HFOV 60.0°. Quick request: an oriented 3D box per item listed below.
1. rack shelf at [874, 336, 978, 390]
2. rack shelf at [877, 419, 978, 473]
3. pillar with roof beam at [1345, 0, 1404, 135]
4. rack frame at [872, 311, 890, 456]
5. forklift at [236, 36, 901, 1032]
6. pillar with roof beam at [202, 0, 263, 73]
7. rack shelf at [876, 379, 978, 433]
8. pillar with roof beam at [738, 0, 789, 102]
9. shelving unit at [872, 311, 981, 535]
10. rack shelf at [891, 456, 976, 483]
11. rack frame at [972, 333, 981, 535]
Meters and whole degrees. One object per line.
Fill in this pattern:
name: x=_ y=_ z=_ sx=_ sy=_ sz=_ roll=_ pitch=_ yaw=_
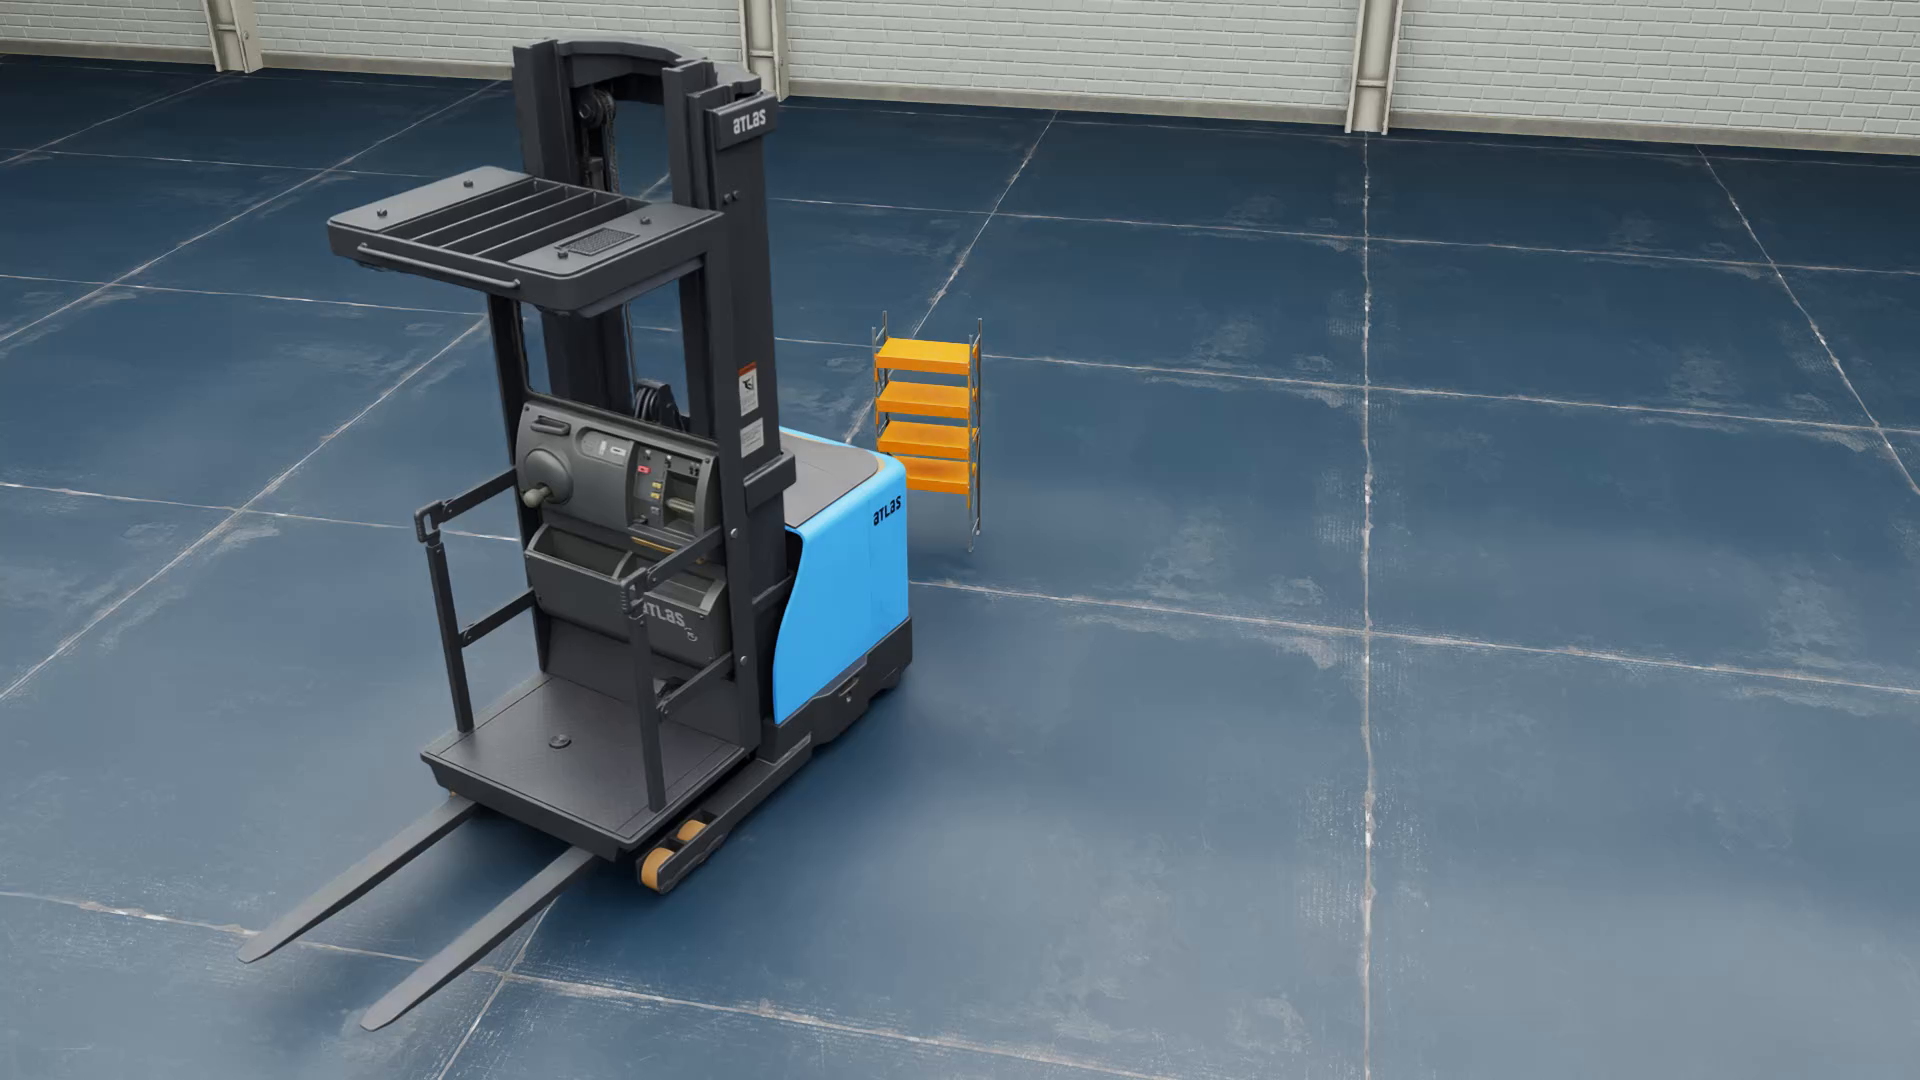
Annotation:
rack shelf: x=-0.162 y=-0.888 z=8.304 sx=0.480 sy=0.148 sz=0.258 roll=6 pitch=29 yaw=11
rack shelf: x=-0.162 y=-0.484 z=8.525 sx=0.480 sy=0.148 sz=0.258 roll=6 pitch=29 yaw=11
pillar with roof beam: x=2.992 y=-5.861 z=10.085 sx=0.400 sy=9.000 sz=9.100 roll=6 pitch=29 yaw=11
rack frame: x=-0.401 y=-0.567 z=8.537 sx=0.015 sy=1.200 sz=0.240 roll=6 pitch=29 yaw=11
forklift: x=-1.413 y=-0.206 z=6.074 sx=1.121 sy=2.935 sz=3.031 roll=16 pitch=33 yaw=27
pillar with roof beam: x=-8.743 y=-7.065 z=12.283 sx=0.400 sy=9.000 sz=9.100 roll=6 pitch=29 yaw=11
rack shelf: x=-0.162 y=-0.680 z=8.417 sx=0.480 sy=0.148 sz=0.258 roll=6 pitch=29 yaw=11
pillar with roof beam: x=-2.875 y=-6.463 z=11.184 sx=0.400 sy=9.000 sz=9.100 roll=6 pitch=29 yaw=11
shelving unit: x=-0.164 y=-0.543 z=8.493 sx=0.499 sy=1.200 sz=0.258 roll=6 pitch=29 yaw=11
rack shelf: x=-0.162 y=-0.357 z=8.594 sx=0.457 sy=0.021 sz=0.221 roll=6 pitch=29 yaw=11
rack frame: x=0.077 y=-0.519 z=8.448 sx=0.006 sy=1.046 sz=0.228 roll=6 pitch=29 yaw=11
